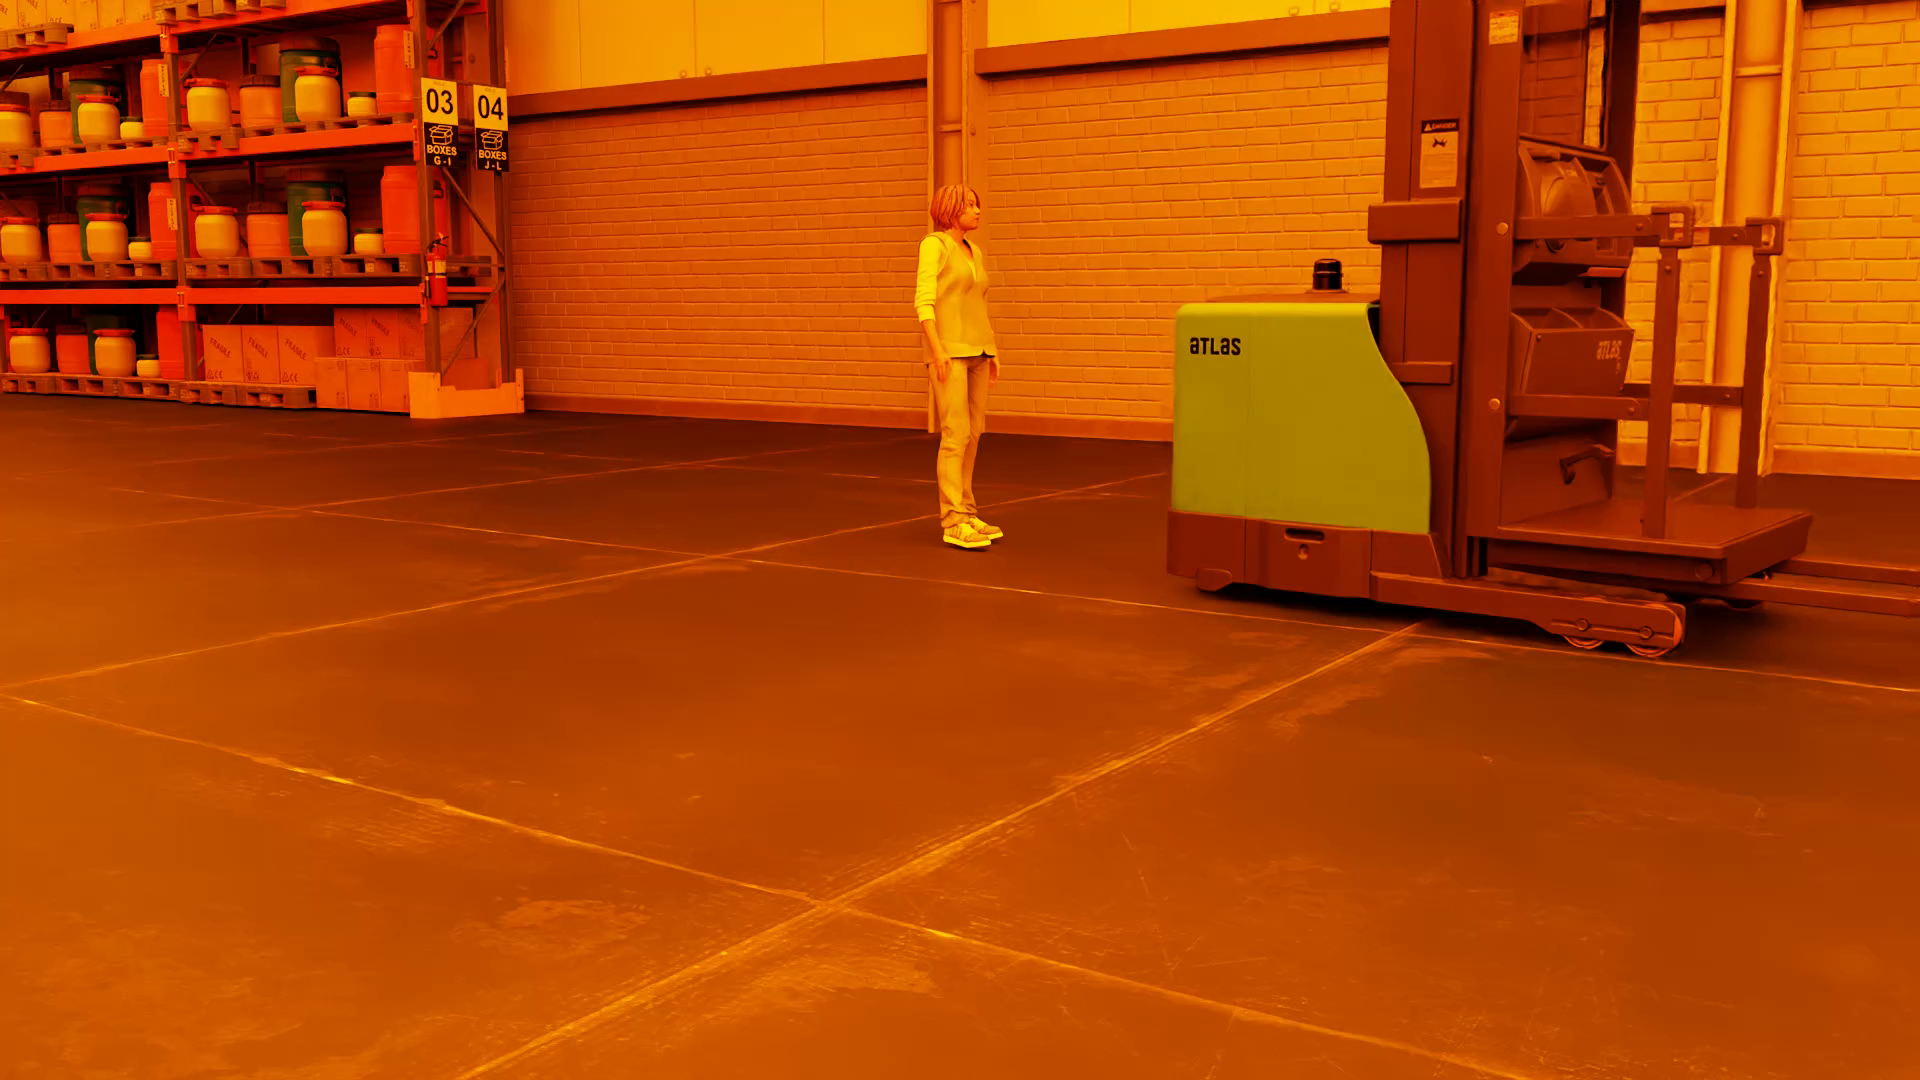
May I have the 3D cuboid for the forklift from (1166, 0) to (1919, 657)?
[{"bbox_3d":[2.228,-1.176,5.460,3.031,2.935,1.130,7,11,40],"label":"forklift"}]

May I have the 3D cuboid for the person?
[{"bbox_3d":[0.054,-0.789,7.437,0.473,1.595,0.520,5,10,34],"label":"person"}]
